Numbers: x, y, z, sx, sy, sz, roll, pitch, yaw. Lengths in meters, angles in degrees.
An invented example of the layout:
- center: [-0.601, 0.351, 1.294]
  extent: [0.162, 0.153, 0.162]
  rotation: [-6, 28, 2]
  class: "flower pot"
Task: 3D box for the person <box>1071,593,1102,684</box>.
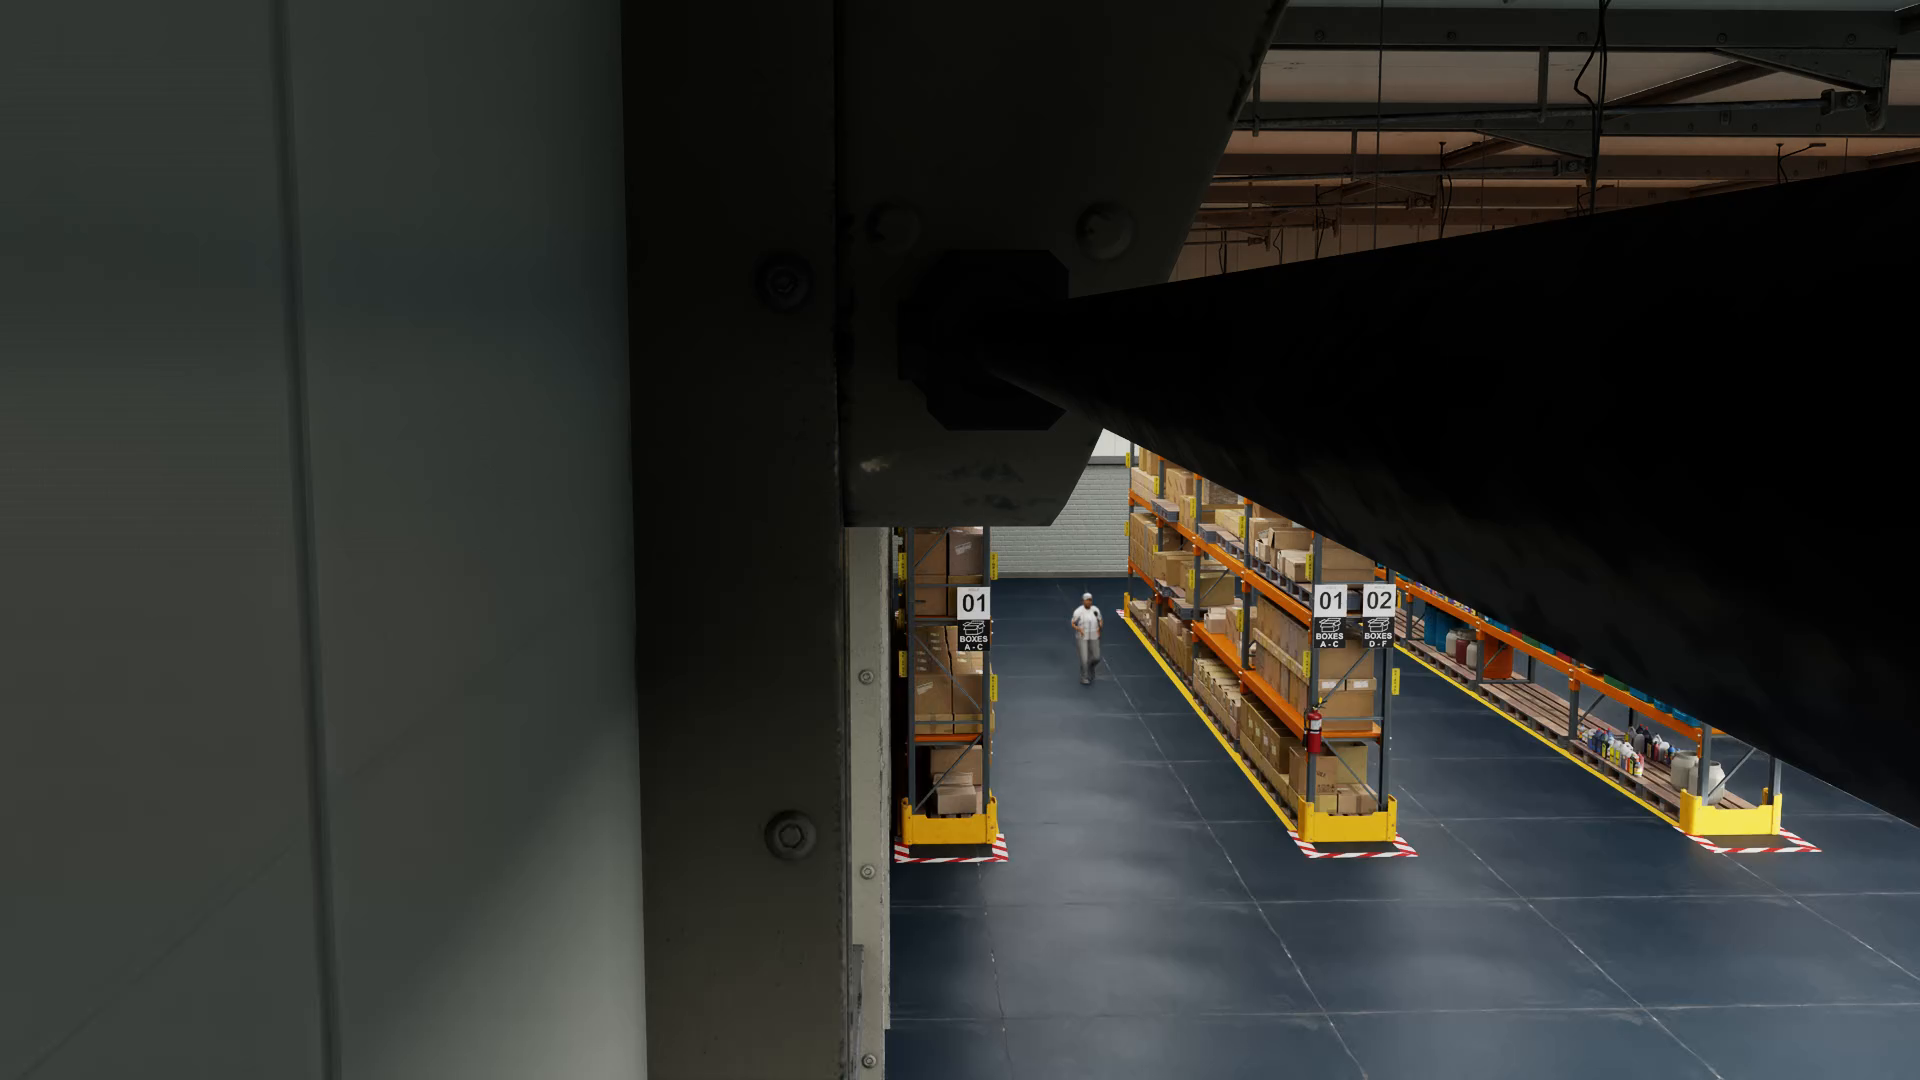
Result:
- center: [2.276, 1.757, 29.525]
  extent: [0.599, 1.608, 0.561]
  rotation: [-1, 7, -9]
  class: "person"
